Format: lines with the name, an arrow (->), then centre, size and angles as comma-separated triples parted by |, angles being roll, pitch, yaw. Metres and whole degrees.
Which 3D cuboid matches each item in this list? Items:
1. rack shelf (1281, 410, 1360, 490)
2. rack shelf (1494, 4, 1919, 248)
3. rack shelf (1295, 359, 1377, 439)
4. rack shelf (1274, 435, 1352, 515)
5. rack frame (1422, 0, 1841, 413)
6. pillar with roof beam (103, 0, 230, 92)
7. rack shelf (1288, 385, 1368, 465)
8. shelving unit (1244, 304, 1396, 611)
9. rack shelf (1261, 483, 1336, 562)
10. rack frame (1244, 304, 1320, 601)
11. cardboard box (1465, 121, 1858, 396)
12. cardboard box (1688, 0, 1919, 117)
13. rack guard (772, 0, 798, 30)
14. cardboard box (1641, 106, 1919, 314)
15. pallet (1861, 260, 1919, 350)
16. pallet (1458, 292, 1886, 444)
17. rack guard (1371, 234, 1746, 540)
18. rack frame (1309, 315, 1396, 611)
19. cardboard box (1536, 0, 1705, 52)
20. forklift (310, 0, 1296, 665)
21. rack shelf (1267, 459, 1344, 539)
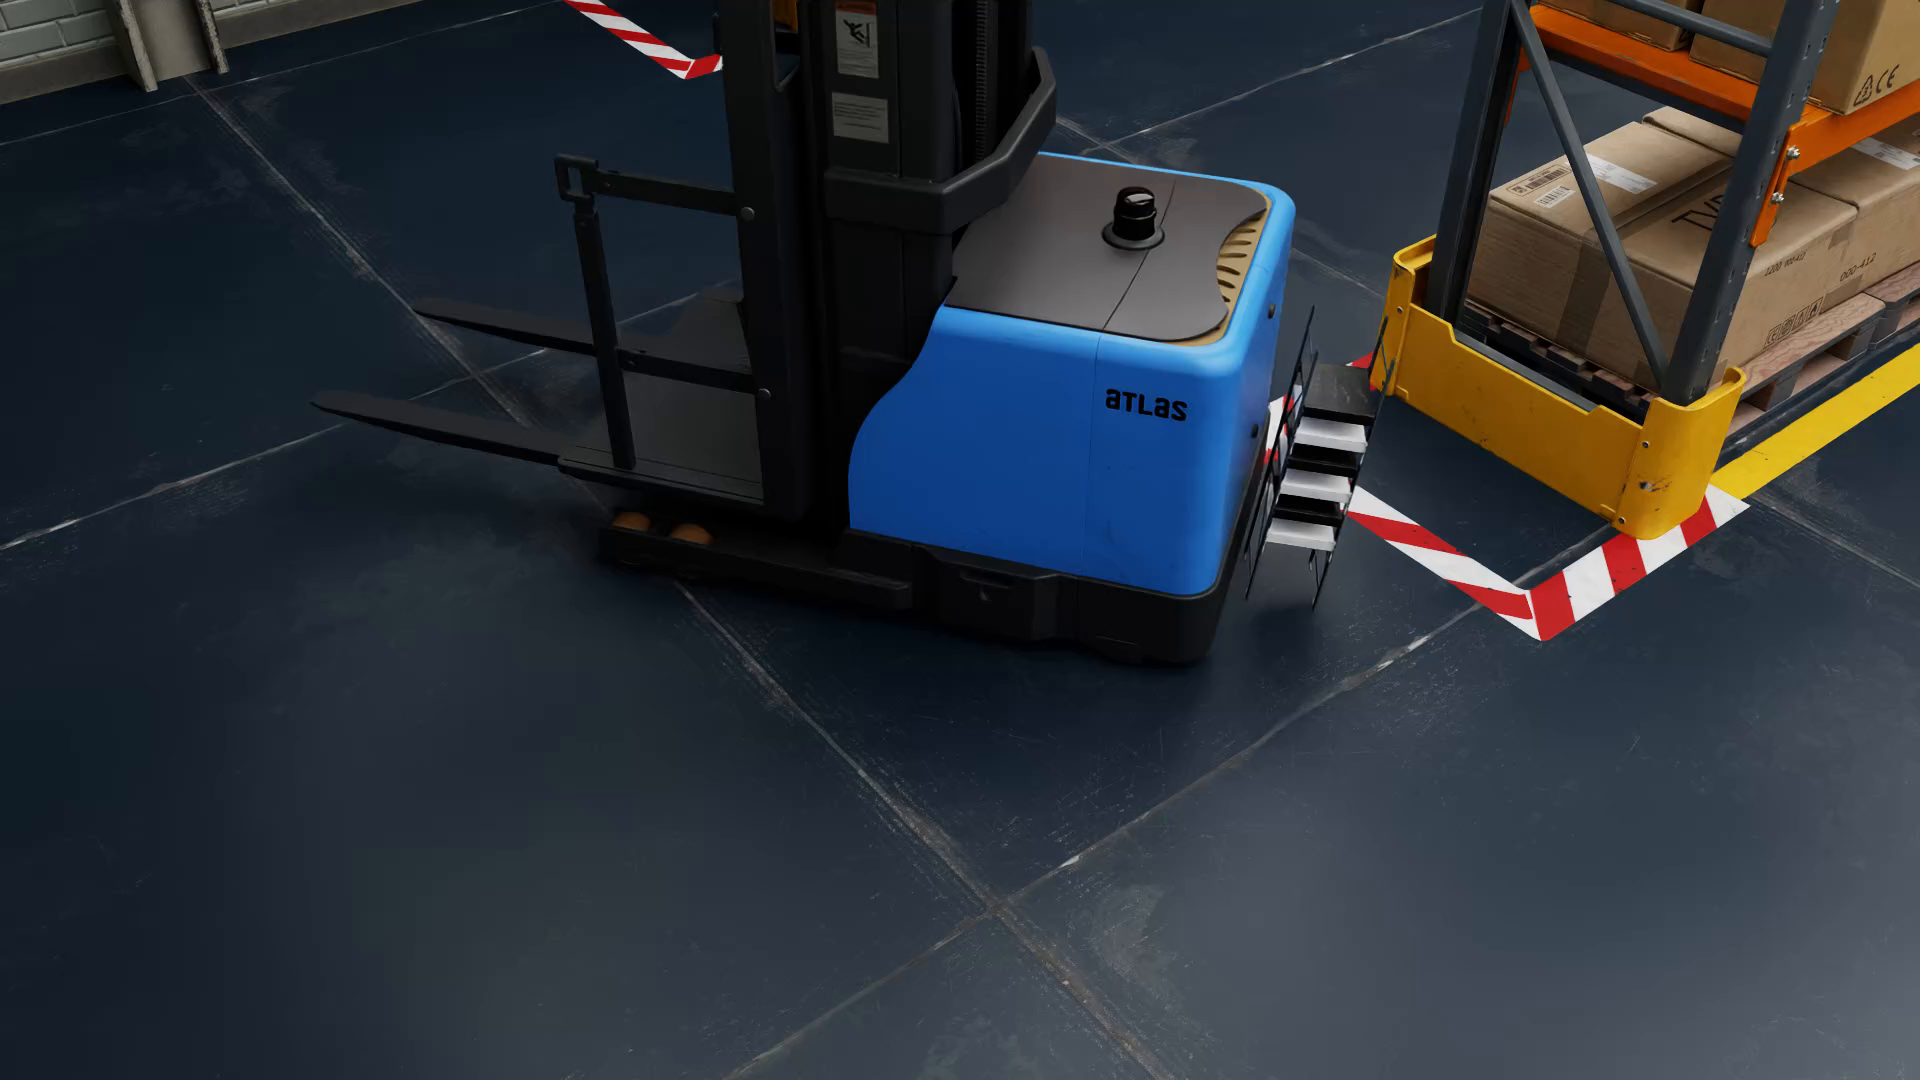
rack shelf -> 1.026, -0.263, 4.758 | 0.200, 0.077, 0.258 | 9, 40, 1
rack shelf -> 3.538, -2.006, 5.897 | 4.000, 0.370, 1.077 | -26, 46, -28
rack shelf -> 1.044, -0.400, 4.643 | 0.200, 0.077, 0.258 | 9, 40, 1
rack shelf -> 1.017, -0.194, 4.816 | 0.200, 0.077, 0.258 | 9, 40, 1
rack frame -> 1.952, -1.511, 4.727 | 0.127, 3.000, 1.000 | -26, 46, -28
pillar with roof beam -> -1.139, -3.572, 2.509 | 0.400, 9.000, 9.100 | -26, 46, -28
rack shelf -> 1.035, -0.331, 4.701 | 0.200, 0.077, 0.258 | 9, 40, 1
shelving unit -> 1.020, -0.219, 4.794 | 0.210, 0.900, 0.258 | 9, 40, 1
rack shelf -> 0.999, -0.057, 4.931 | 0.200, 0.077, 0.258 | 9, 40, 1
rack frame -> 0.920, -0.235, 4.796 | 0.006, 0.900, 0.240 | 9, 40, 1
cardboard box -> 2.415, -0.988, 5.779 | 0.875, 0.438, 0.875 | -28, 47, -29
cardboard box -> 2.508, -1.591, 4.745 | 0.500, 0.500, 0.500 | -26, 46, -28
rack guard -> -1.015, -3.069, 8.597 | 0.348, 0.500, 1.175 | -26, 46, -28
cardboard box -> 3.135, -1.346, 6.215 | 0.875, 0.438, 0.875 | -25, 45, -27
pallet -> 3.505, -1.250, 6.608 | 1.213, 0.211, 1.003 | -26, 46, -28
pallet -> 2.538, -0.781, 6.036 | 1.213, 0.211, 1.003 | -26, 46, -28
rack guard -> 1.933, -0.535, 5.509 | 0.348, 0.500, 1.175 | -26, 46, -28
rack frame -> 1.121, -0.204, 4.792 | 0.006, 0.900, 0.240 | 9, 40, 1
cardboard box -> 2.173, -1.869, 5.085 | 0.500, 0.500, 0.500 | -26, 46, -28
forklift -> -0.593, -1.323, 4.552 | 3.031, 2.935, 1.130 | 12, 41, 14
rack shelf -> 1.008, -0.125, 4.873 | 0.200, 0.077, 0.258 | 9, 40, 1
